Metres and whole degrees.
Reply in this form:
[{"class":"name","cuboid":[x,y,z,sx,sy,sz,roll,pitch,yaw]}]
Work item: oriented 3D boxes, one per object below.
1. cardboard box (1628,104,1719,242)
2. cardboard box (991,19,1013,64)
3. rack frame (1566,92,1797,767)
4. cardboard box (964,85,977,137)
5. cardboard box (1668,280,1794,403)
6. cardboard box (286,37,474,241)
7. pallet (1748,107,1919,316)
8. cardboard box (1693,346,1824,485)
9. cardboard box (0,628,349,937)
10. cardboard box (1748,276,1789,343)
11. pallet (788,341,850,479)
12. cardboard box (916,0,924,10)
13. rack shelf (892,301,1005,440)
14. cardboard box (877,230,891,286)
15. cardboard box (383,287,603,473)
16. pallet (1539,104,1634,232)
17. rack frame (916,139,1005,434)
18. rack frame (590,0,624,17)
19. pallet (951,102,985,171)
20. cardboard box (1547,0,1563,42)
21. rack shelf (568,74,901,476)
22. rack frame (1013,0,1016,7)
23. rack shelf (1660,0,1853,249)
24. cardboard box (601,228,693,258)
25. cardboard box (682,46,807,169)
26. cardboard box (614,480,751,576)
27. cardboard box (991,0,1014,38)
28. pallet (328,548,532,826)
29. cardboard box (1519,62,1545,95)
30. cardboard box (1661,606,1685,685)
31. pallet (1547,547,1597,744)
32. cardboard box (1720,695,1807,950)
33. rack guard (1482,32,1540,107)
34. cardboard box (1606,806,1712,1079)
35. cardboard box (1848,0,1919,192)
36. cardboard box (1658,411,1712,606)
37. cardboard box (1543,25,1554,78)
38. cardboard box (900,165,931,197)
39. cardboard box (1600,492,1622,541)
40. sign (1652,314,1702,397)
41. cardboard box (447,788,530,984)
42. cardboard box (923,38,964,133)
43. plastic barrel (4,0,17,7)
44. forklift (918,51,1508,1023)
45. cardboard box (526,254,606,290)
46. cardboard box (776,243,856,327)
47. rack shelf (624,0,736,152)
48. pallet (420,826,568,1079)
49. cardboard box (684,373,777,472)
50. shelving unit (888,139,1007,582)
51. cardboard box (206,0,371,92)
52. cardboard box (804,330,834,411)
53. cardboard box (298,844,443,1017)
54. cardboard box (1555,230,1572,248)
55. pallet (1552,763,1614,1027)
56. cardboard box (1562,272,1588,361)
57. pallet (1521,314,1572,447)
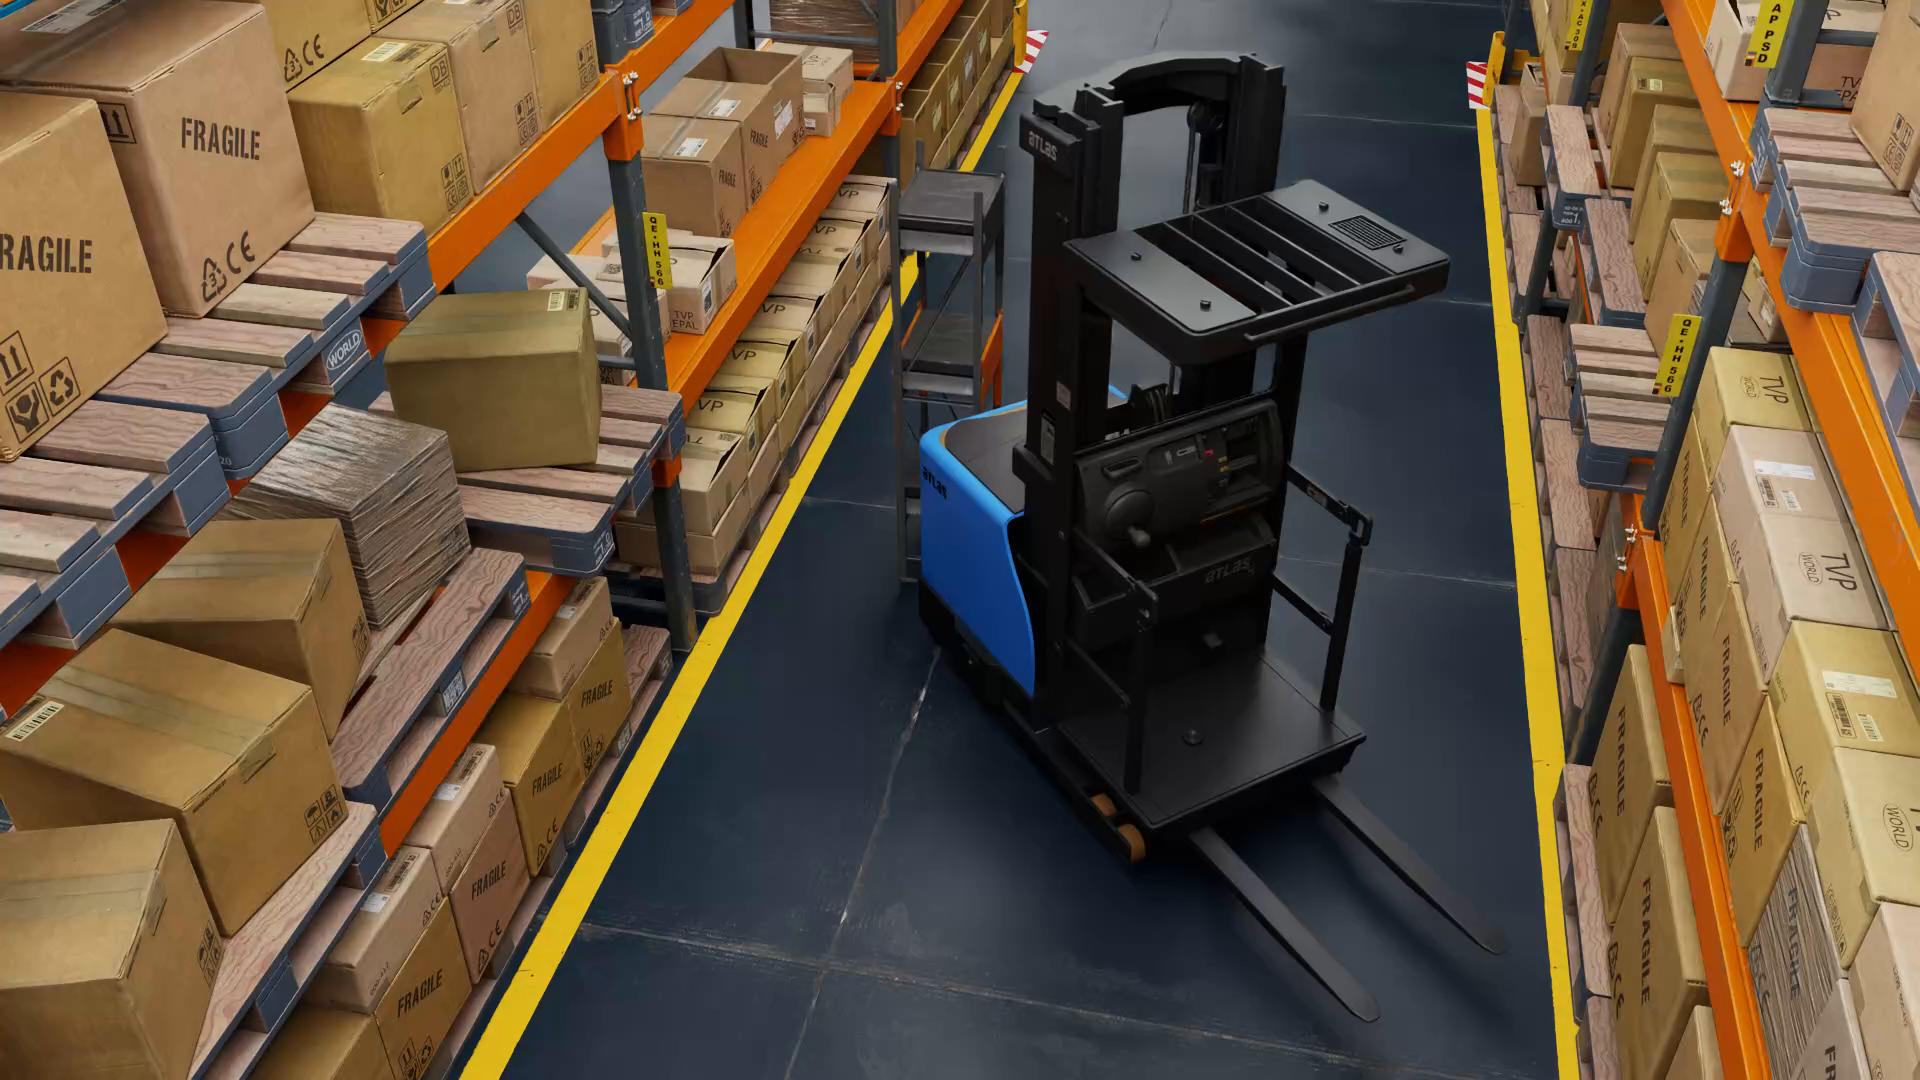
[{"class":"cardboard box","cuboid":[3.576,-1.682,7.825,0.700,0.500,0.500,12,38,16]},{"class":"cardboard box","cuboid":[0.143,-4.076,13.573,0.500,0.250,0.500,7,37,10]},{"class":"rack frame","cuboid":[3.100,-0.158,6.183,1.000,3.000,0.127,7,37,10]},{"class":"cardboard box","cuboid":[-0.166,-3.214,12.384,0.500,0.250,0.500,7,37,10]},{"class":"cardboard box","cuboid":[3.191,-0.648,6.398,0.700,0.500,0.500,3,36,4]},{"class":"cardboard box","cuboid":[-2.020,-1.187,4.961,0.910,0.500,0.500,7,37,10]},{"class":"pallet","cuboid":[3.015,-0.921,4.839,1.213,0.211,1.003,9,37,12]},{"class":"cardboard box","cuboid":[2.745,-0.387,5.503,0.500,0.250,0.500,8,37,11]},{"class":"cardboard box","cuboid":[-2.190,0.660,4.611,0.700,0.500,0.500,13,38,17]},{"class":"cardboard box","cuboid":[3.145,-0.841,6.112,0.380,0.149,0.250,3,36,4]},{"class":"pallet","cuboid":[-1.263,-0.813,9.461,1.003,0.211,1.213,7,37,10]},{"class":"cardboard box","cuboid":[-0.579,-3.956,11.338,0.700,0.500,0.500,8,37,11]},{"class":"rack shelf","cuboid":[-0.050,-0.759,7.801,0.431,0.518,0.480,7,37,10]},{"class":"cardboard box","cuboid":[-0.691,-1.853,10.506,0.500,0.250,0.500,7,37,10]},{"class":"cardboard box","cuboid":[-1.764,-0.613,6.366,0.700,0.500,0.500,-4,36,-6]},{"class":"pallet","cuboid":[3.649,-1.954,8.824,1.003,0.211,1.213,7,37,10]},{"class":"rack frame","cuboid":[0.002,-0.910,7.986,0.400,2.100,0.015,7,37,10]},{"class":"rack frame","cuboid":[-1.740,-3.206,5.276,1.000,3.000,0.127,7,37,10]},{"class":"pallet","cuboid":[-0.416,-3.094,12.609,1.003,0.211,1.213,7,37,10]},{"class":"cardboard box","cuboid":[3.855,-3.299,9.988,0.500,0.500,0.500,7,37,10]},{"class":"rack shelf","cuboid":[-1.313,-1.633,8.830,1.077,0.370,4.000,7,37,10]},{"class":"rack frame","cuboid":[-0.031,-5.364,13.365,1.000,3.000,0.127,7,37,10]},{"class":"rack shelf","cuboid":[3.528,-2.228,7.096,1.077,0.370,4.000,7,37,10]},{"class":"cardboard box","cuboid":[-1.522,-1.414,8.129,0.380,0.149,0.250,10,37,13]},{"class":"cardboard box","cuboid":[-1.178,-2.371,9.150,0.500,0.500,0.500,10,37,13]},{"class":"cardboard box","cuboid":[-1.341,-0.097,8.084,0.500,0.250,0.500,7,37,10]},{"class":"cardboard box","cuboid":[0.145,-4.379,13.353,0.500,0.500,0.500,7,37,10]},{"class":"pallet","cuboid":[-2.151,0.416,5.554,1.003,0.211,1.213,7,37,10]},{"class":"cardboard box","cuboid":[4.573,-3.449,12.639,0.500,0.311,0.500,3,36,5]},{"class":"cardboard box","cuboid":[2.602,0.380,5.637,0.380,0.149,0.250,8,37,11]},{"class":"pallet","cuboid":[3.269,0.523,7.619,1.003,0.211,1.213,7,37,10]},{"class":"cardboard box","cuboid":[2.415,0.802,4.502,0.500,0.500,0.500,8,37,11]},{"class":"rack guard","cuboid":[4.793,-3.689,13.184,1.175,0.500,0.348,7,37,10]},{"class":"cardboard box","cuboid":[2.622,1.448,5.440,0.750,0.750,0.750,7,37,10]},{"class":"cardboard box","cuboid":[3.055,-1.312,4.758,0.700,0.500,0.500,5,36,6]},{"class":"cardboard box","cuboid":[2.747,-0.081,5.720,0.500,0.500,0.500,8,37,11]},{"class":"cardboard box","cuboid":[3.874,-2.993,10.205,0.500,0.250,0.500,7,37,10]},{"class":"cardboard box","cuboid":[-0.490,-2.355,11.199,0.500,0.250,0.500,7,37,10]},{"class":"cardboard box","cuboid":[3.427,-0.025,7.753,0.700,0.500,0.500,7,37,10]},{"class":"sign","cuboid":[2.568,-0.658,5.953,0.100,0.325,0.005,7,37,10]},{"class":"cardboard box","cuboid":[-1.927,1.221,6.035,0.500,0.500,0.500,6,36,8]},{"class":"cardboard box","cuboid":[-0.267,-3.231,11.768,0.500,0.500,0.500,7,37,10]},{"class":"plastic barrel","cuboid":[-6.102,-3.713,10.660,0.600,0.901,0.708,7,37,10]},{"class":"forklift","cuboid":[0.970,-0.187,6.281,1.130,2.935,3.031,-18,40,-24]},{"class":"cardboard box","cuboid":[-1.818,-1.226,7.869,0.380,0.149,0.250,7,37,10]},{"class":"cardboard box","cuboid":[-0.906,-1.501,9.543,0.500,0.311,0.500,7,37,10]},{"class":"rack shelf","cuboid":[-1.313,-2.847,7.949,1.077,0.370,4.000,7,37,10]},{"class":"pallet","cuboid":[-2.199,1.472,6.309,1.003,0.211,1.213,7,37,10]},{"class":"cardboard box","cuboid":[-1.237,-0.627,8.336,0.500,0.311,0.500,6,36,9]},{"class":"shelving unit","cuboid":[-0.050,-0.770,7.793,0.431,2.100,0.503,7,37,10]},{"class":"cardboard box","cuboid":[-2.057,-1.603,4.683,0.500,0.500,0.500,7,37,10]},{"class":"cardboard box","cuboid":[-1.019,-0.978,9.299,0.500,0.250,0.500,8,37,11]},{"class":"cardboard box","cuboid":[-2.039,1.226,5.388,0.500,0.250,0.500,7,37,10]},{"class":"cardboard box","cuboid":[4.137,-2.218,10.779,0.500,0.500,0.500,5,36,6]},{"class":"pallet","cuboid":[2.858,1.413,6.390,1.003,0.211,1.213,7,37,10]},{"class":"cardboard box","cuboid":[3.814,-1.194,9.366,0.700,0.500,0.500,9,37,12]},{"class":"pallet","cuboid":[3.790,-0.876,9.549,1.003,0.211,1.213,7,37,10]}]
